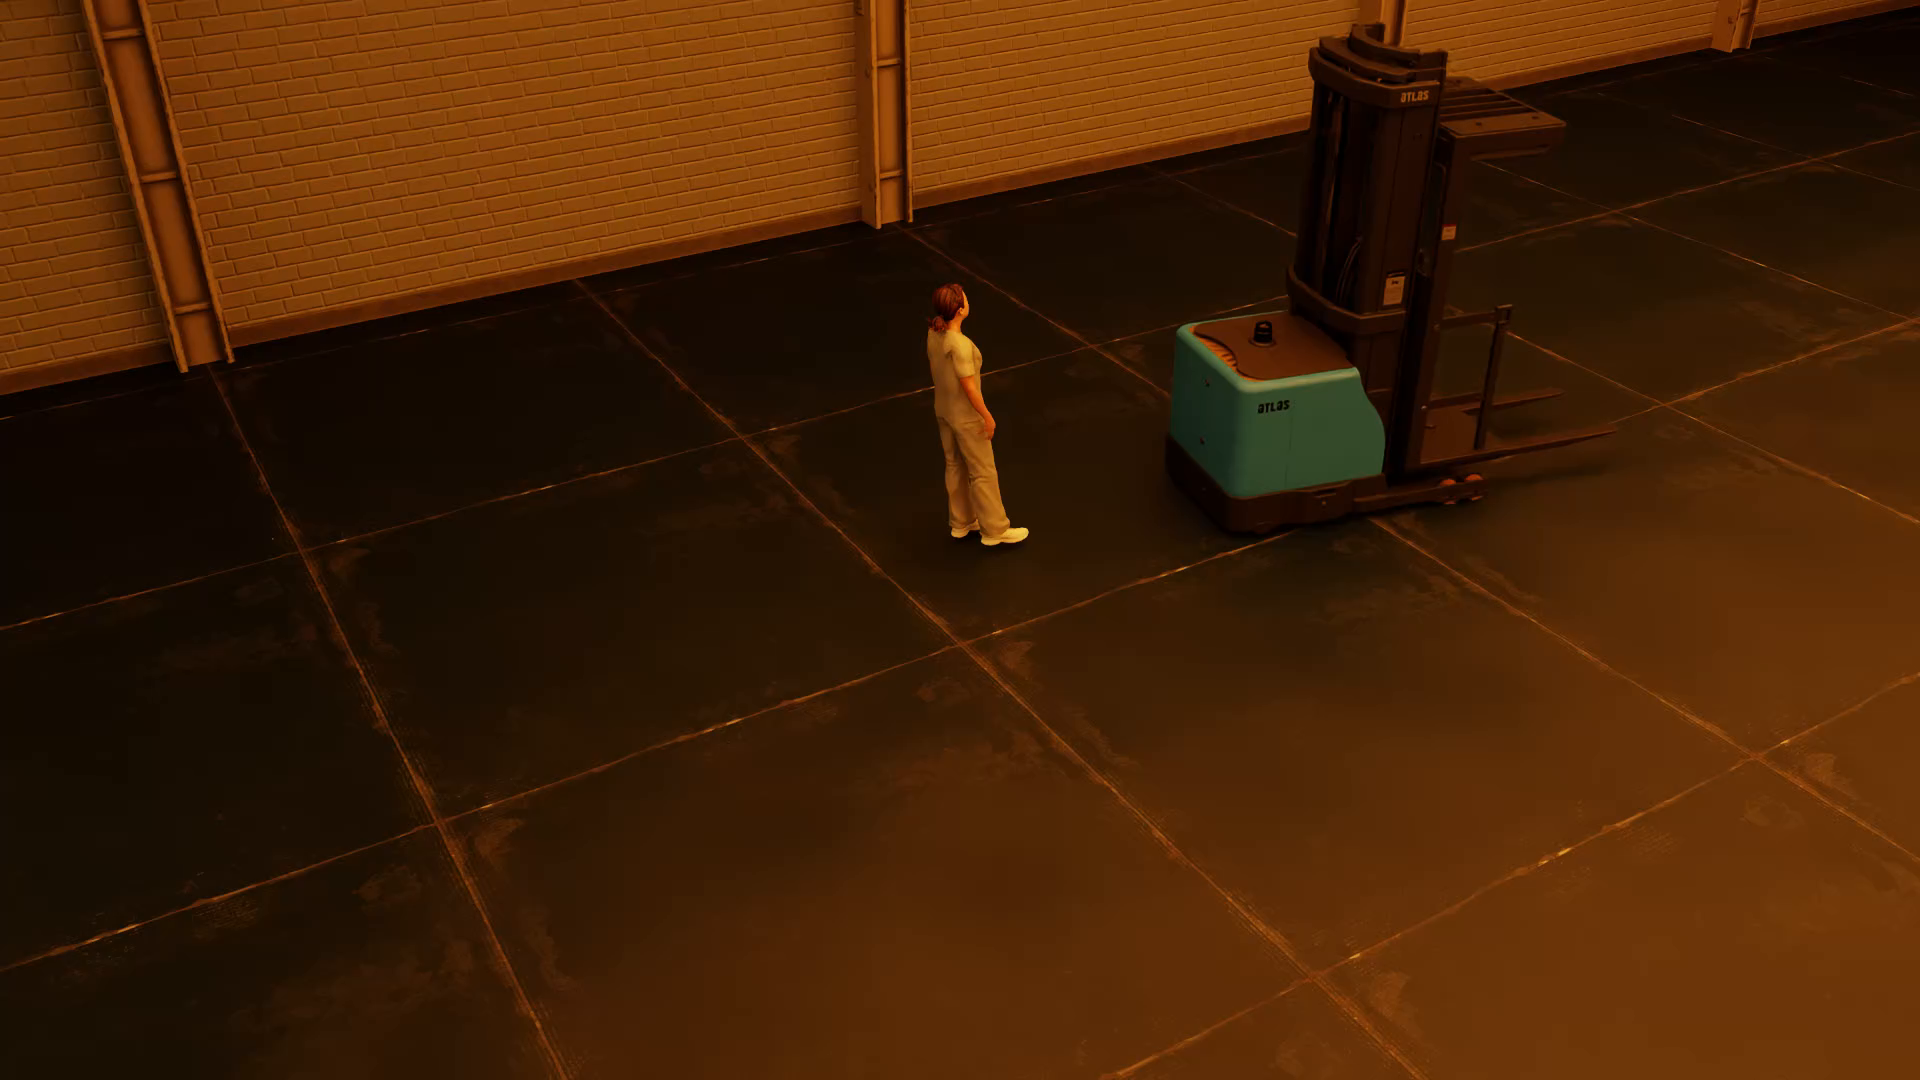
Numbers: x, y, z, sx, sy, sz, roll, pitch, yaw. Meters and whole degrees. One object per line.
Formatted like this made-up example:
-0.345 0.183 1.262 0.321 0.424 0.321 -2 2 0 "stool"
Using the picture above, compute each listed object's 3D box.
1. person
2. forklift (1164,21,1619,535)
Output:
0.070 -0.773 10.067 0.549 1.675 0.549 -17 35 -26 "person"
2.953 -1.735 10.544 3.031 2.935 1.130 -10 32 -16 "forklift"
